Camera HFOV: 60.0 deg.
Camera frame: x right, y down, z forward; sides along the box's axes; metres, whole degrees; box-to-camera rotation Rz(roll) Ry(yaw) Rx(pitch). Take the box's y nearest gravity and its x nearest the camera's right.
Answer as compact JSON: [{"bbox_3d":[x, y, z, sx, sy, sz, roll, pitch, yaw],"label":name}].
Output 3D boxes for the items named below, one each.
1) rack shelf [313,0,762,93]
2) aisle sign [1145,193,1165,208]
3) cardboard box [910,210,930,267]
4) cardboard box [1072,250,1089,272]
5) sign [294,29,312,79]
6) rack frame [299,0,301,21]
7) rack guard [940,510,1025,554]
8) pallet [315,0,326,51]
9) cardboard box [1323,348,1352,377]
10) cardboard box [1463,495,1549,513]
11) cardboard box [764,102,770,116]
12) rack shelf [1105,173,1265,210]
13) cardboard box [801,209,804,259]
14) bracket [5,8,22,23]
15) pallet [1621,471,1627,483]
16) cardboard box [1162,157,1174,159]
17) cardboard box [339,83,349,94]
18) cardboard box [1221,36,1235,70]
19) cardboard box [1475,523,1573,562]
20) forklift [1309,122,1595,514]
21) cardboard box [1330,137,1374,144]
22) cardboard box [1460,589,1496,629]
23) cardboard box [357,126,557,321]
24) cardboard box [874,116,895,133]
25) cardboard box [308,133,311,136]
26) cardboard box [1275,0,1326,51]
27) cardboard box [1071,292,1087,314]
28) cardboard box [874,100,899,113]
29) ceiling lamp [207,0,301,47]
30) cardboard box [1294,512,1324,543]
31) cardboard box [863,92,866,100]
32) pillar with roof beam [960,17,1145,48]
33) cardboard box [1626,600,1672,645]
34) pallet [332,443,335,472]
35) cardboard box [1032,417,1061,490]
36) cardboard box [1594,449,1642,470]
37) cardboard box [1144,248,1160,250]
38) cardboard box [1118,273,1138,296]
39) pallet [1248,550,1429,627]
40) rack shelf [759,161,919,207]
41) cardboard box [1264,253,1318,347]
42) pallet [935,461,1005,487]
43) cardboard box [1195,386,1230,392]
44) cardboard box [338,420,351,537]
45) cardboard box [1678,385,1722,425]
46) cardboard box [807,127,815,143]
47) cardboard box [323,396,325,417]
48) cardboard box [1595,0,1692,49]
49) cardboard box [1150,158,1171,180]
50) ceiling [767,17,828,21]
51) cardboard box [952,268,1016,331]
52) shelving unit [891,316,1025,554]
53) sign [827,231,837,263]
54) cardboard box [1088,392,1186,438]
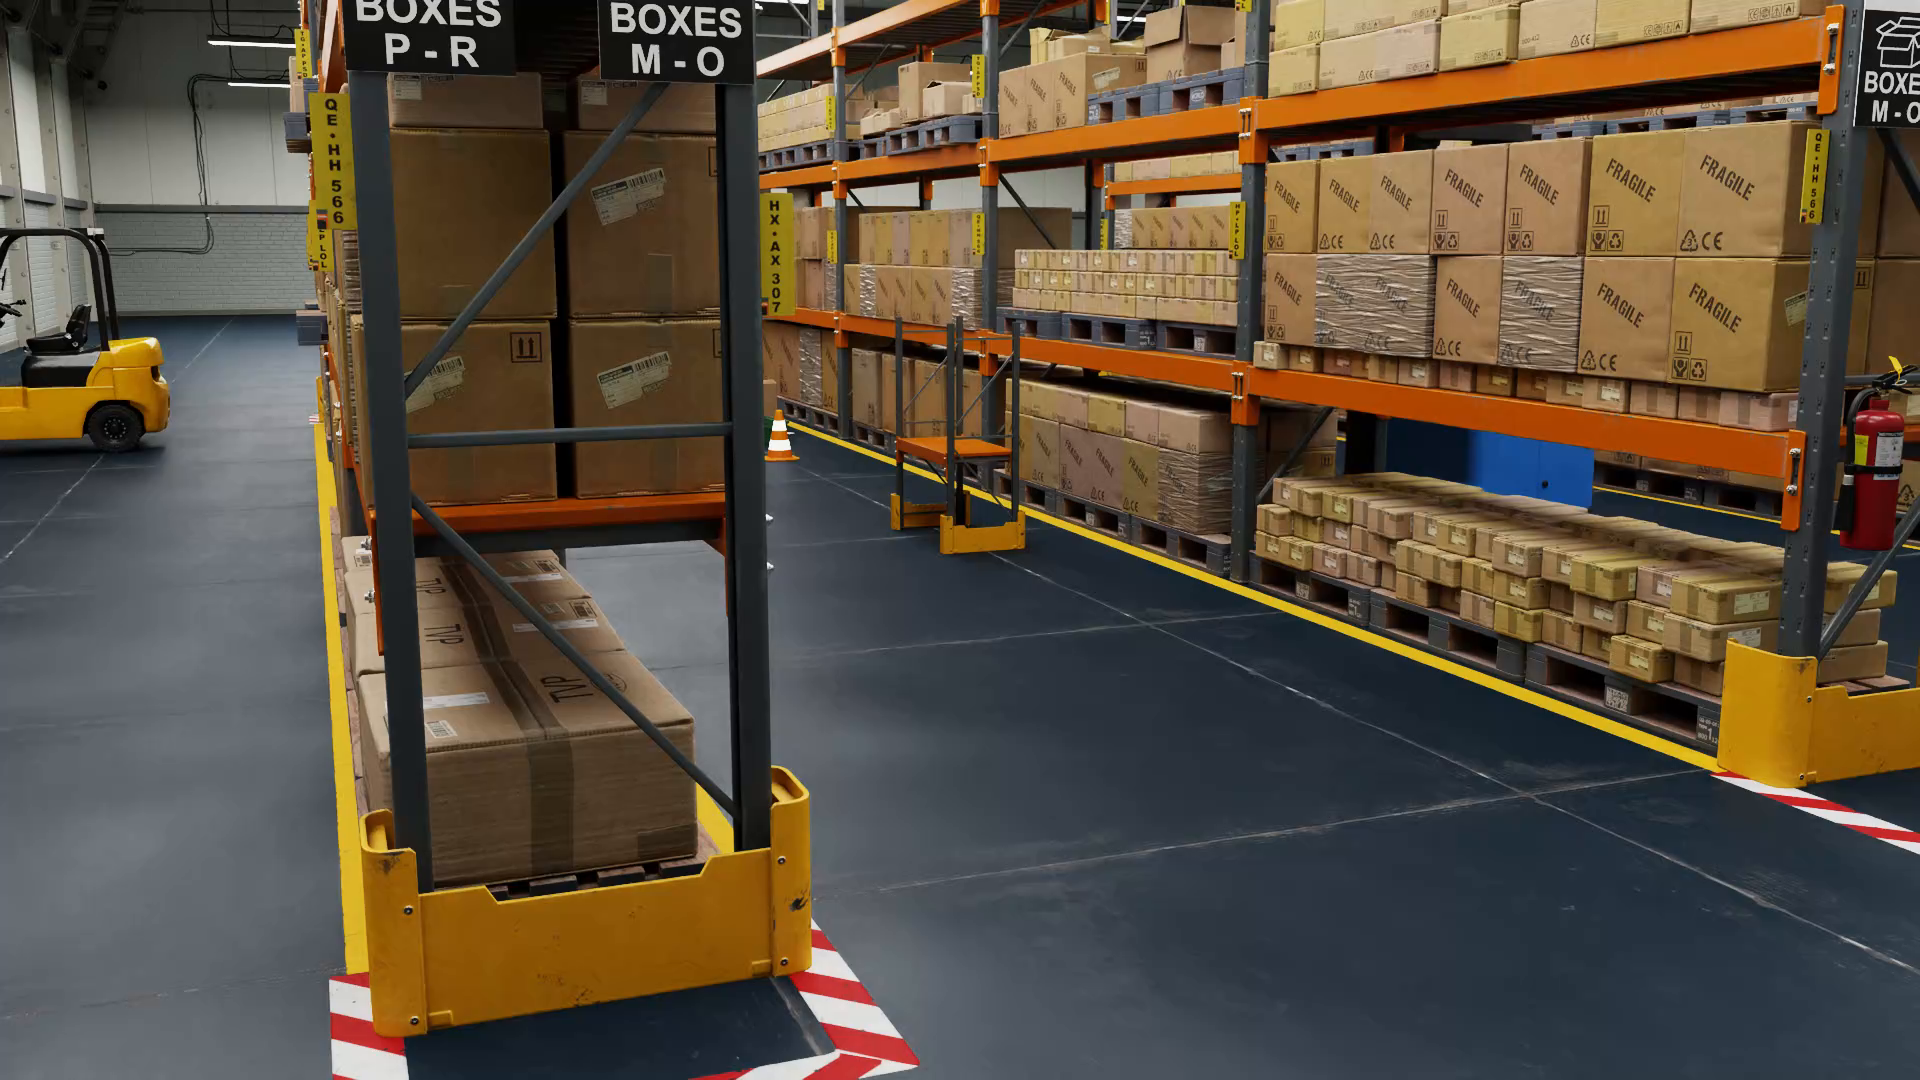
[{"bbox_3d":[-1.739,-1.717,5.996,1.077,0.370,4.000,-4,11,-21],"label":"rack shelf"},{"bbox_3d":[2.681,-4.817,22.514,0.394,0.787,0.004,-4,11,-21],"label":"aisle sign"},{"bbox_3d":[-0.048,-2.769,15.282,0.700,0.500,0.500,-4,11,-21],"label":"cardboard box"},{"bbox_3d":[1.031,-2.021,12.037,0.380,0.149,0.250,-3,11,-18],"label":"cardboard box"},{"bbox_3d":[-4.420,-3.271,11.201,0.100,0.325,0.005,-4,11,-21],"label":"sign"},{"bbox_3d":[-6.812,-5.833,18.517,1.000,3.000,0.127,-4,11,-21],"label":"rack frame"},{"bbox_3d":[0.153,-0.054,11.011,0.587,0.250,0.087,-4,11,-21],"label":"rack guard"},{"bbox_3d":[-2.177,-2.220,7.021,1.003,0.211,1.213,-4,11,-21],"label":"pallet"},{"bbox_3d":[2.219,-0.983,9.098,0.380,0.149,0.250,-4,11,-23],"label":"cardboard box"},{"bbox_3d":[2.917,-0.141,8.889,0.380,0.149,0.250,-4,11,-24],"label":"cardboard box"},{"bbox_3d":[-2.043,-4.971,19.192,0.380,0.149,0.250,-4,11,-22],"label":"cardboard box"},{"bbox_3d":[3.149,-4.304,20.543,1.077,0.370,4.000,-4,11,-21],"label":"rack shelf"},{"bbox_3d":[-1.263,-3.404,18.481,0.875,0.550,0.550,-4,11,-21],"label":"cardboard box"},{"bbox_3d":[-18.066,-10.012,31.730,0.235,0.232,0.430,-4,11,-21],"label":"bracket"},{"bbox_3d":[5.539,-0.696,14.731,1.003,0.211,1.213,-4,11,-21],"label":"pallet"},{"bbox_3d":[2.748,-4.833,20.753,0.380,0.149,0.250,-4,11,-23],"label":"cardboard box"},{"bbox_3d":[-1.617,-1.251,4.896,0.380,0.149,0.250,-4,11,-21],"label":"cardboard box"},{"bbox_3d":[1.990,-3.048,10.480,0.500,0.311,0.500,-4,11,-22],"label":"cardboard box"},{"bbox_3d":[2.709,0.020,7.987,0.380,0.149,0.250,-4,11,-23],"label":"cardboard box"},{"bbox_3d":[3.090,-1.547,11.746,1.130,2.935,3.031,-4,11,-22],"label":"forklift"},{"bbox_3d":[4.294,-4.353,17.268,0.797,0.503,0.637,-3,11,-19],"label":"cardboard box"},{"bbox_3d":[2.642,0.319,8.005,0.380,0.149,0.250,-4,11,-20],"label":"cardboard box"},{"bbox_3d":[-1.411,-0.873,4.621,0.500,0.500,0.500,-4,11,-19],"label":"cardboard box"},{"bbox_3d":[-0.641,-3.981,15.904,0.250,0.149,0.380,-4,11,-21],"label":"cardboard box"},{"bbox_3d":[-5.774,-3.831,15.407,0.500,0.250,0.500,-4,11,-21],"label":"cardboard box"},{"bbox_3d":[2.064,-2.807,9.069,0.500,0.250,0.500,-4,11,-19],"label":"cardboard box"},{"bbox_3d":[1.031,-1.726,12.078,0.380,0.149,0.250,-4,11,-19],"label":"cardboard box"},{"bbox_3d":[-0.702,-4.460,17.458,0.500,0.250,0.500,-4,11,-21],"label":"cardboard box"},{"bbox_3d":[-13.768,-11.301,32.589,2.000,3.185,0.800,-4,11,-21],"label":"ceiling lamp"},{"bbox_3d":[2.122,-0.086,9.429,0.380,0.149,0.250,-4,11,-20],"label":"cardboard box"},{"bbox_3d":[-0.878,-4.764,18.029,0.380,0.149,0.250,-4,11,-22],"label":"cardboard box"},{"bbox_3d":[2.450,-11.969,53.013,9.100,9.000,0.548,-4,11,-21],"label":"pillar with roof beam"},{"bbox_3d":[3.061,0.338,7.047,0.380,0.149,0.250,-4,11,-22],"label":"cardboard box"},{"bbox_3d":[-5.079,-0.727,14.902,1.003,0.211,1.213,-4,11,-21],"label":"pallet"},{"bbox_3d":[0.868,-0.667,12.542,0.500,0.500,0.500,-4,11,-20],"label":"cardboard box"},{"bbox_3d":[5.870,-1.103,13.925,1.225,0.875,0.875,-4,11,-21],"label":"cardboard box"},{"bbox_3d":[2.891,-3.538,21.612,0.875,0.500,0.500,-4,11,-21],"label":"cardboard box"},{"bbox_3d":[1.304,-1.748,11.352,0.380,0.149,0.250,-4,11,-21],"label":"cardboard box"},{"bbox_3d":[2.390,0.229,9.530,1.003,0.211,1.213,-4,11,-21],"label":"pallet"},{"bbox_3d":[-1.511,-4.006,18.866,1.077,0.370,4.000,-4,11,-21],"label":"rack shelf"},{"bbox_3d":[2.058,-1.350,9.310,0.500,0.500,0.500,-4,11,-22],"label":"cardboard box"},{"bbox_3d":[0.448,-0.665,14.554,1.003,0.211,1.213,-4,11,-21],"label":"pallet"},{"bbox_3d":[3.253,-2.089,20.535,0.500,0.500,0.500,-5,11,-26],"label":"cardboard box"},{"bbox_3d":[-2.763,-0.177,8.720,0.875,0.875,0.875,-4,11,-19],"label":"cardboard box"},{"bbox_3d":[3.126,-0.553,6.681,0.380,0.149,0.250,-4,11,-21],"label":"cardboard box"},{"bbox_3d":[-1.402,-4.289,17.632,0.380,0.149,0.250,-4,11,-20],"label":"cardboard box"},{"bbox_3d":[-6.390,-1.411,17.440,0.500,0.250,0.500,-3,11,-17],"label":"cardboard box"},{"bbox_3d":[2.960,-2.142,6.758,0.500,0.250,0.500,-4,11,-21],"label":"cardboard box"},{"bbox_3d":[2.726,-4.651,20.867,0.500,0.250,0.500,-4,11,-21],"label":"cardboard box"},{"bbox_3d":[-7.997,-16.814,54.554,6.000,0.001,6.000,-4,11,-21],"label":"ceiling"},{"bbox_3d":[0.250,-2.010,13.869,0.500,0.500,0.500,-4,11,-21],"label":"cardboard box"},{"bbox_3d":[-0.028,-0.751,11.359,0.587,1.500,1.083,-4,11,-21],"label":"shelving unit"},{"bbox_3d":[-1.302,-2.987,16.948,0.100,0.325,0.005,-4,11,-21],"label":"sign"},{"bbox_3d":[1.229,-0.872,11.556,0.500,0.250,0.500,-4,11,-23],"label":"cardboard box"}]
